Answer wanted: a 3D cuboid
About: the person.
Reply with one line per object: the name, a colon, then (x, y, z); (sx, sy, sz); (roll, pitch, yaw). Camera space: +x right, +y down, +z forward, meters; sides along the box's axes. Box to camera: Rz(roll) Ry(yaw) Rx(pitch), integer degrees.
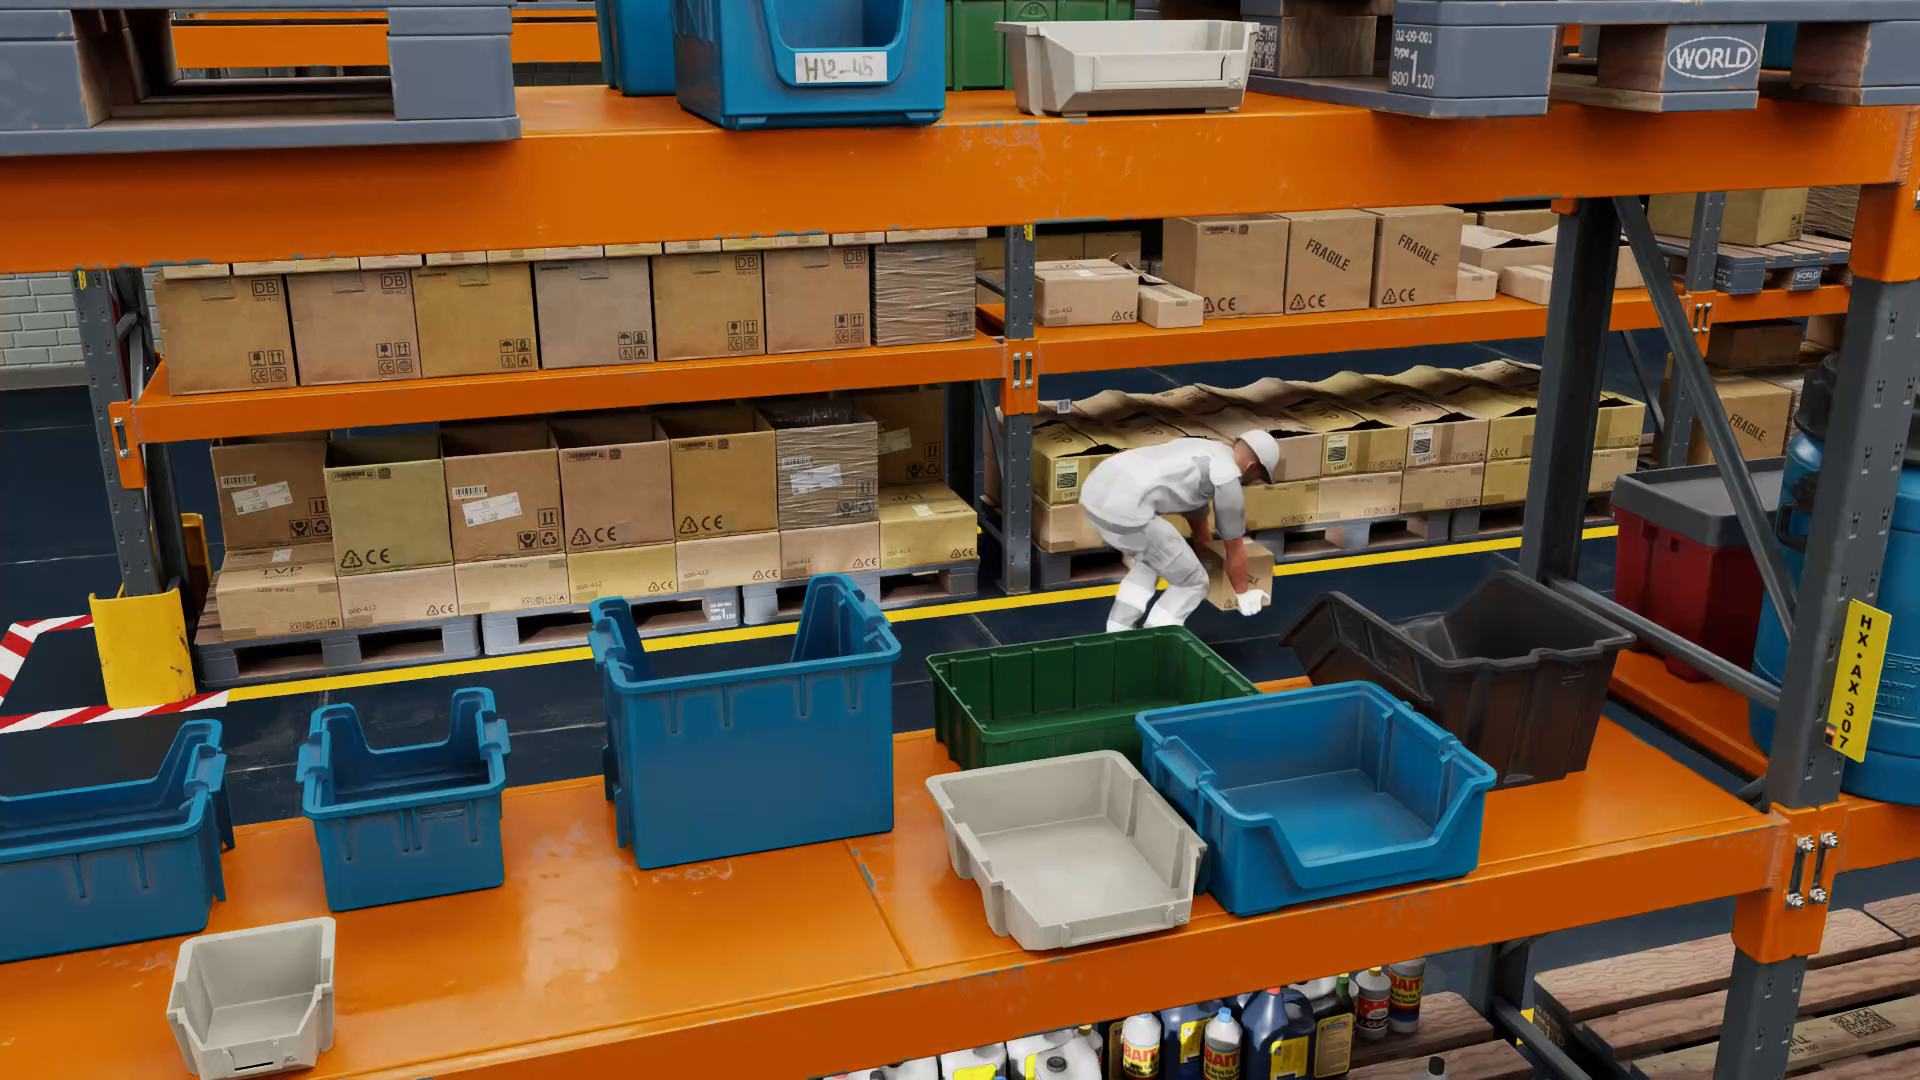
person: (0.998, 0.055, 7.489); (0.958, 1.055, 0.530); (-7, 20, -21)
